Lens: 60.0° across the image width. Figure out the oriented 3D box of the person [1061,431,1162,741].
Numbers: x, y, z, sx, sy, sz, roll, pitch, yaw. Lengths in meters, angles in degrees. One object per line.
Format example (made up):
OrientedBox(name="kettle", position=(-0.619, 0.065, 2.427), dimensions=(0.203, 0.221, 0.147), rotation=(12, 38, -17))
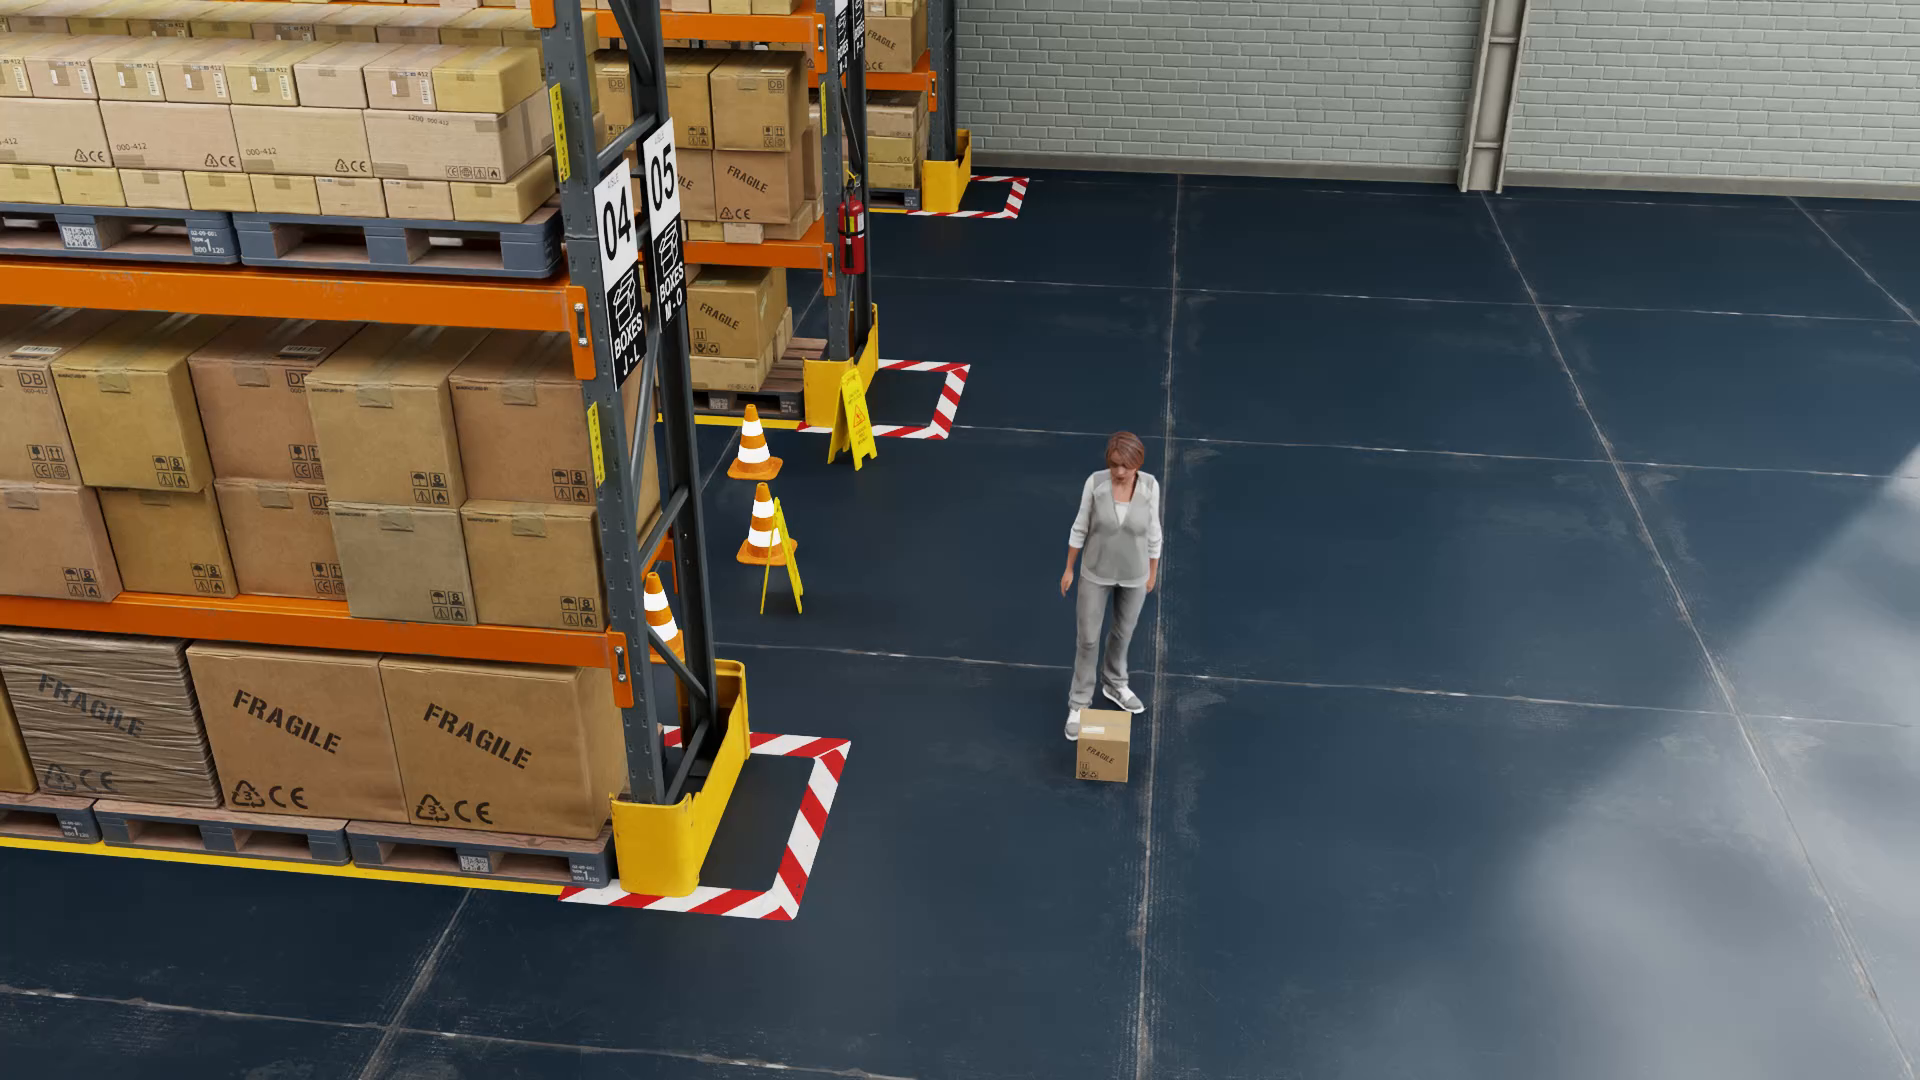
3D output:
OrientedBox(name="person", position=(0.751, 0.211, 8.222), dimensions=(0.489, 1.601, 0.480), rotation=(-1, 29, -1))
